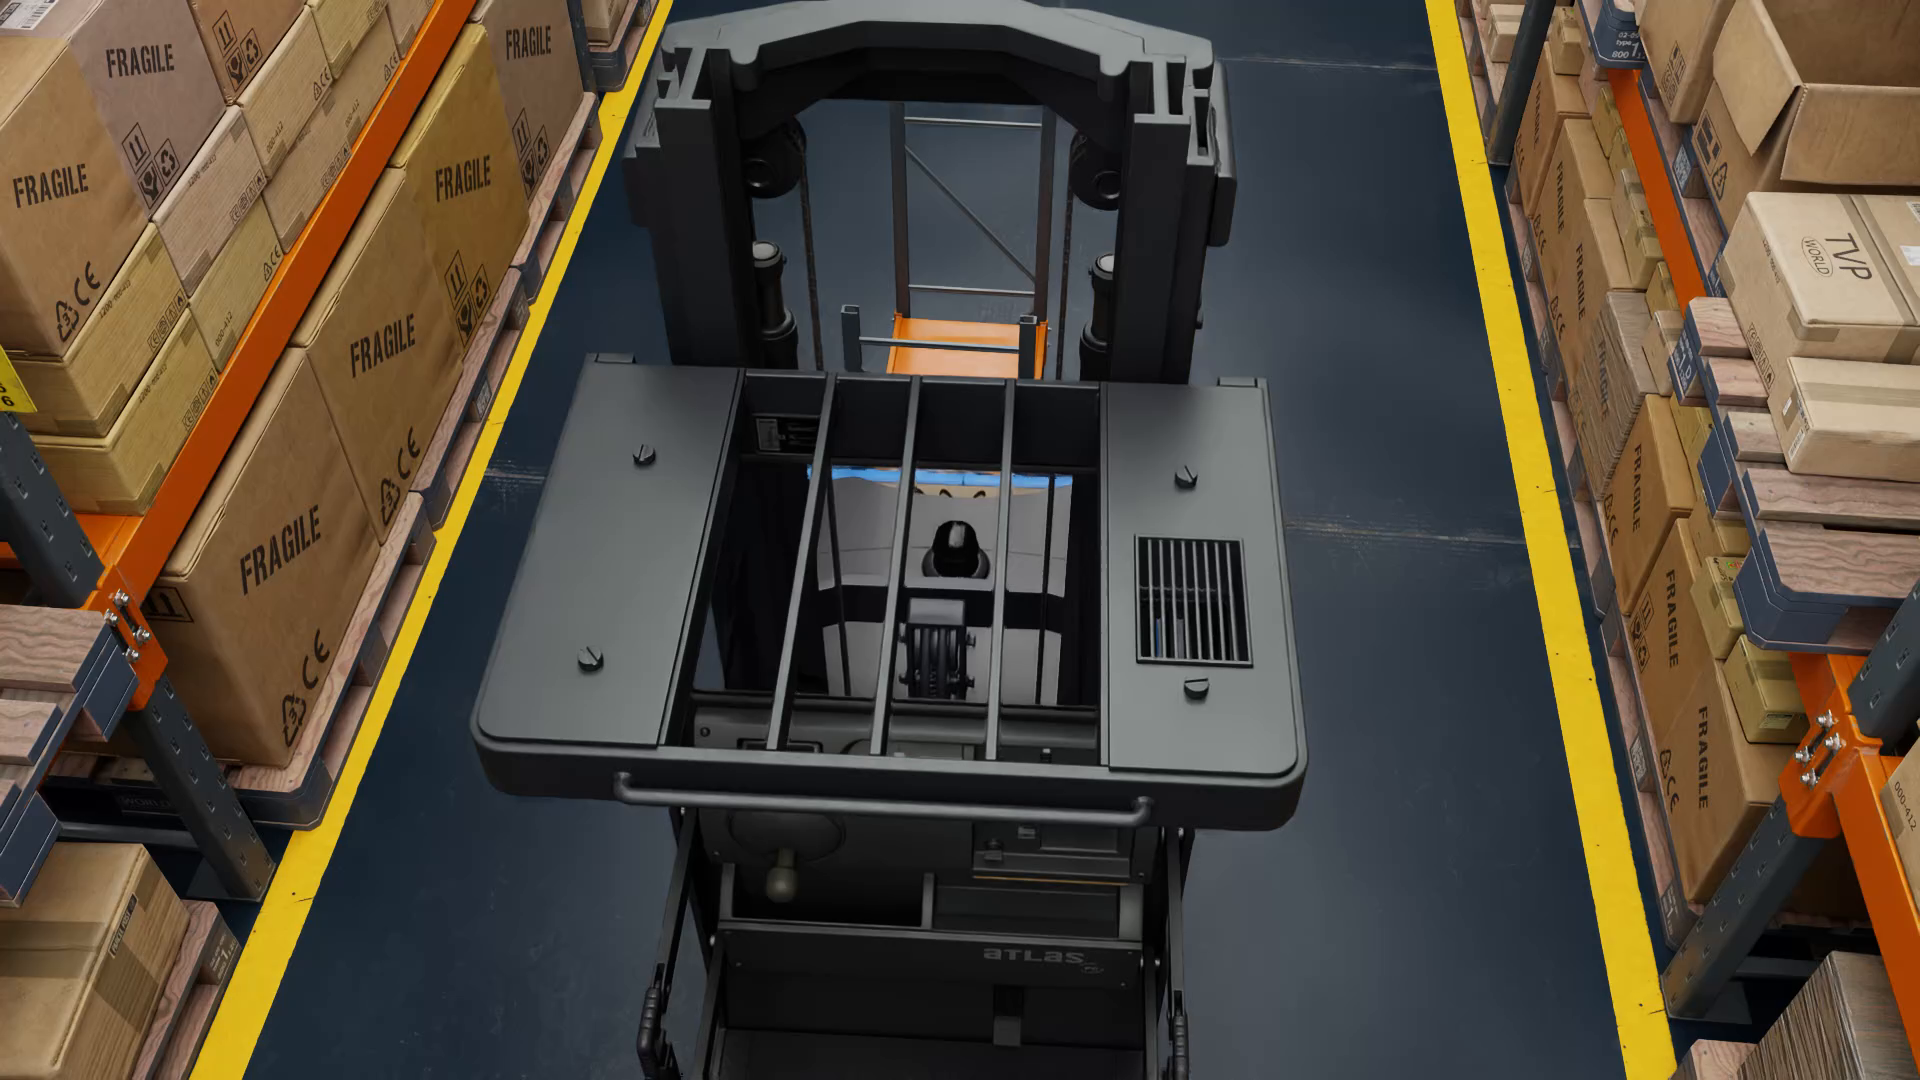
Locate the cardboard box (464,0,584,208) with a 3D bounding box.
[{"bbox_3d":[-2.117,-1.946,6.653,0.875,0.875,0.875,5,48,5],"label":"cardboard box"}]

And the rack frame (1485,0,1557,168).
[{"bbox_3d":[2.804,-2.651,6.142,1.000,3.000,0.127,4,48,4],"label":"rack frame"}]

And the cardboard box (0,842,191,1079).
[{"bbox_3d":[-2.566,1.116,4.192,0.950,0.372,0.625,1,48,1],"label":"cardboard box"}]

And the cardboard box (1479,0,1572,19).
[{"bbox_3d":[2.594,-2.562,7.629,0.396,0.266,0.258,5,48,5],"label":"cardboard box"}]

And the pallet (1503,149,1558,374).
[{"bbox_3d":[2.767,-1.110,6.622,1.003,0.211,1.213,4,48,4],"label":"pallet"}]

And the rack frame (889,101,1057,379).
[{"bbox_3d":[0.039,-0.817,5.481,0.500,1.500,0.032,4,48,4],"label":"rack frame"}]

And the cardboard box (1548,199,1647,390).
[{"bbox_3d":[2.447,-0.851,5.905,0.500,0.500,0.500,3,48,2],"label":"cardboard box"}]

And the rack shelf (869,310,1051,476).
[{"bbox_3d":[-0.008,-0.322,5.272,0.538,0.185,1.000,4,48,4],"label":"rack shelf"}]

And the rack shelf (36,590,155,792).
[{"bbox_3d":[-2.687,1.669,2.678,1.077,0.370,4.000,4,48,4],"label":"rack shelf"}]

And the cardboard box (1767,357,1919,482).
[{"bbox_3d":[2.117,-0.278,3.857,0.380,0.149,0.250,5,48,4],"label":"cardboard box"}]

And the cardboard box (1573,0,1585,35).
[{"bbox_3d":[2.566,-2.019,6.332,0.380,0.149,0.250,3,48,3],"label":"cardboard box"}]

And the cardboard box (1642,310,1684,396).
[{"bbox_3d":[2.381,-0.582,5.219,0.380,0.149,0.250,2,48,2],"label":"cardboard box"}]

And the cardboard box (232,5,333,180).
[{"bbox_3d":[-2.106,-1.262,4.634,0.500,0.250,0.500,4,48,3],"label":"cardboard box"}]

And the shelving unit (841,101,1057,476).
[{"bbox_3d":[-0.007,-0.450,5.145,0.587,1.500,1.083,4,48,4],"label":"shelving unit"}]

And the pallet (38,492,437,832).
[{"bbox_3d":[-2.357,0.324,5.311,1.003,0.211,1.213,4,48,4],"label":"pallet"}]

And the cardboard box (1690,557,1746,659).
[{"bbox_3d":[2.226,0.188,4.515,0.380,0.149,0.250,2,48,2],"label":"cardboard box"}]

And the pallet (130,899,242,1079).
[{"bbox_3d":[-2.577,1.472,4.261,1.003,0.211,1.213,4,48,4],"label":"pallet"}]

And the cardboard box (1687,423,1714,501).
[{"bbox_3d":[2.363,-0.193,4.864,0.380,0.149,0.250,5,48,5],"label":"cardboard box"}]

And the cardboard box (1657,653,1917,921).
[{"bbox_3d":[2.264,0.665,4.519,0.500,0.500,0.500,5,48,5],"label":"cardboard box"}]

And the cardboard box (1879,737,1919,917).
[{"bbox_3d":[2.155,0.648,3.226,0.500,0.250,0.500,4,48,4],"label":"cardboard box"}]

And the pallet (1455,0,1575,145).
[{"bbox_3d":[2.867,-2.215,7.633,1.003,0.211,1.213,4,48,4],"label":"pallet"}]

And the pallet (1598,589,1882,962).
[{"bbox_3d":[2.545,0.683,4.982,1.003,0.211,1.213,4,48,4],"label":"pallet"}]

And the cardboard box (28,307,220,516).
[{"bbox_3d":[-2.209,-0.335,4.126,0.500,0.250,0.500,3,48,3],"label":"cardboard box"}]

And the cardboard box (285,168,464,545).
[{"bbox_3d":[-2.273,-0.625,5.444,0.875,0.875,0.875,4,48,4],"label":"cardboard box"}]

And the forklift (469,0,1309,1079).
[{"bbox_3d":[-0.073,0.642,3.177,1.130,2.935,3.031,2,48,2],"label":"forklift"}]

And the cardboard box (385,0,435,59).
[{"bbox_3d":[-2.042,-1.842,5.503,0.500,0.250,0.500,3,48,2],"label":"cardboard box"}]

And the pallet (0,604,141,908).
[{"bbox_3d":[-2.463,0.552,3.342,1.213,0.211,1.003,4,48,4],"label":"pallet"}]

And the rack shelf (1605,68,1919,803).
[{"bbox_3d":[2.621,-0.939,5.064,1.077,0.370,4.000,4,48,4],"label":"rack shelf"}]

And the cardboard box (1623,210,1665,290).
[{"bbox_3d":[2.449,-0.959,5.564,0.380,0.149,0.250,5,48,5],"label":"cardboard box"}]

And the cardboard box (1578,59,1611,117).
[{"bbox_3d":[2.558,-1.714,6.255,0.380,0.149,0.250,3,48,2],"label":"cardboard box"}]

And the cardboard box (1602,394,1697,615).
[{"bbox_3d":[2.365,-0.087,5.206,0.500,0.500,0.500,6,48,5],"label":"cardboard box"}]

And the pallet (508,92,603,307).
[{"bbox_3d":[-2.135,-1.469,6.951,1.003,0.211,1.213,4,48,4],"label":"pallet"}]

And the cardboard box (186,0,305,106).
[{"bbox_3d":[-2.118,-1.505,4.348,0.500,0.500,0.500,5,48,5],"label":"cardboard box"}]

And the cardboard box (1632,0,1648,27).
[{"bbox_3d":[2.295,-1.753,5.127,0.396,0.266,0.258,6,48,5],"label":"cardboard box"}]

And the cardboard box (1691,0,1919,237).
[{"bbox_3d":[2.404,-1.101,4.369,0.797,0.503,0.637,3,48,3],"label":"cardboard box"}]

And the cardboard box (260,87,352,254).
[{"bbox_3d":[-2.126,-1.099,4.824,0.500,0.250,0.500,5,48,5],"label":"cardboard box"}]

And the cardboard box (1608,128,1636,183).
[{"bbox_3d":[2.534,-1.322,5.897,0.380,0.149,0.250,3,48,3],"label":"cardboard box"}]

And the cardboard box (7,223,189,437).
[{"bbox_3d":[-2.212,-0.517,3.953,0.500,0.250,0.500,4,48,3],"label":"cardboard box"}]

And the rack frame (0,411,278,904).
[{"bbox_3d":[-2.504,-0.043,3.757,1.000,3.000,0.127,4,48,4],"label":"rack frame"}]

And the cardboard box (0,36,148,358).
[{"bbox_3d":[-2.216,-0.760,3.667,0.500,0.500,0.500,2,48,2],"label":"cardboard box"}]

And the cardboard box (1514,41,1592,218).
[{"bbox_3d":[2.535,-1.609,6.598,0.500,0.500,0.500,6,48,5],"label":"cardboard box"}]
